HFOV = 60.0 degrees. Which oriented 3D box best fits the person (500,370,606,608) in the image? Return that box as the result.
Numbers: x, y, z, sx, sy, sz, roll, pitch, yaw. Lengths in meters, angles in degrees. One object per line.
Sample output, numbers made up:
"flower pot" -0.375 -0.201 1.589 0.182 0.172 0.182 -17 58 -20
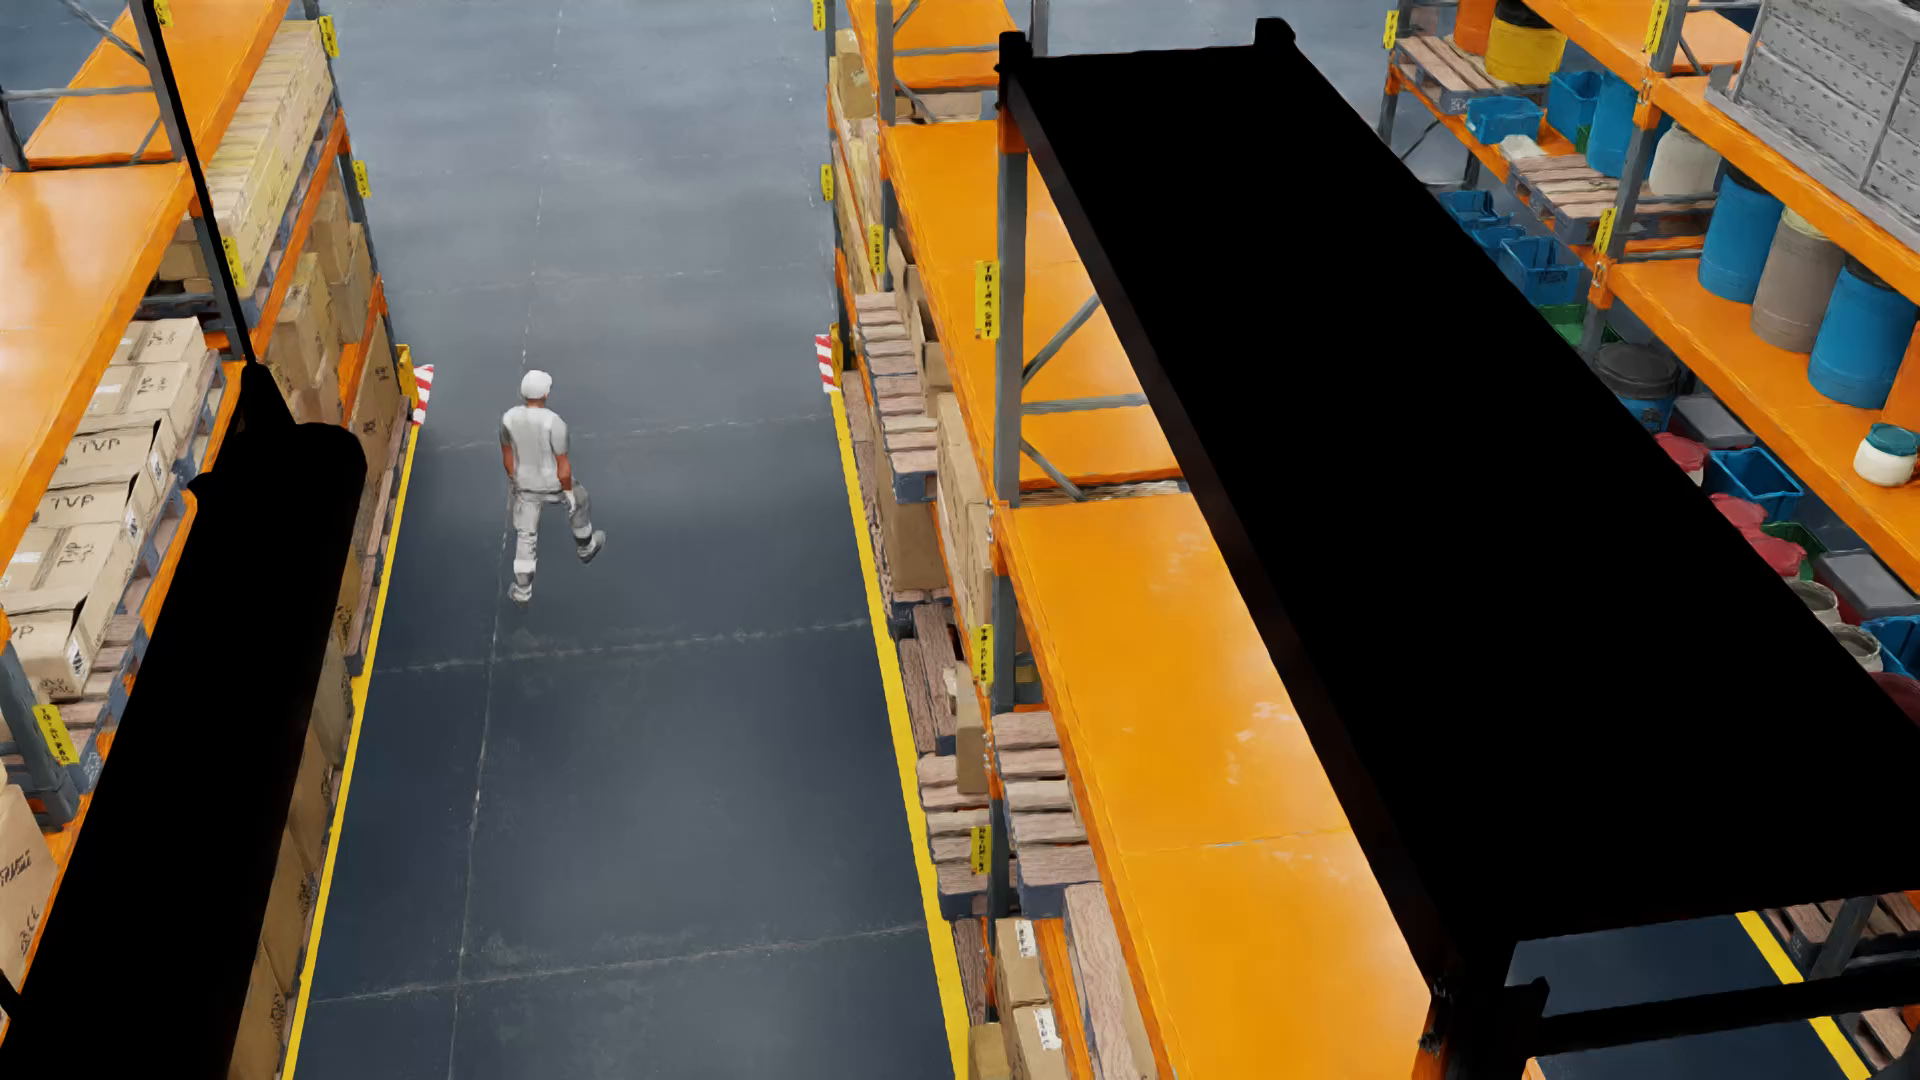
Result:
"person" -3.038 -0.423 12.101 0.591 1.724 0.976 7 37 9
